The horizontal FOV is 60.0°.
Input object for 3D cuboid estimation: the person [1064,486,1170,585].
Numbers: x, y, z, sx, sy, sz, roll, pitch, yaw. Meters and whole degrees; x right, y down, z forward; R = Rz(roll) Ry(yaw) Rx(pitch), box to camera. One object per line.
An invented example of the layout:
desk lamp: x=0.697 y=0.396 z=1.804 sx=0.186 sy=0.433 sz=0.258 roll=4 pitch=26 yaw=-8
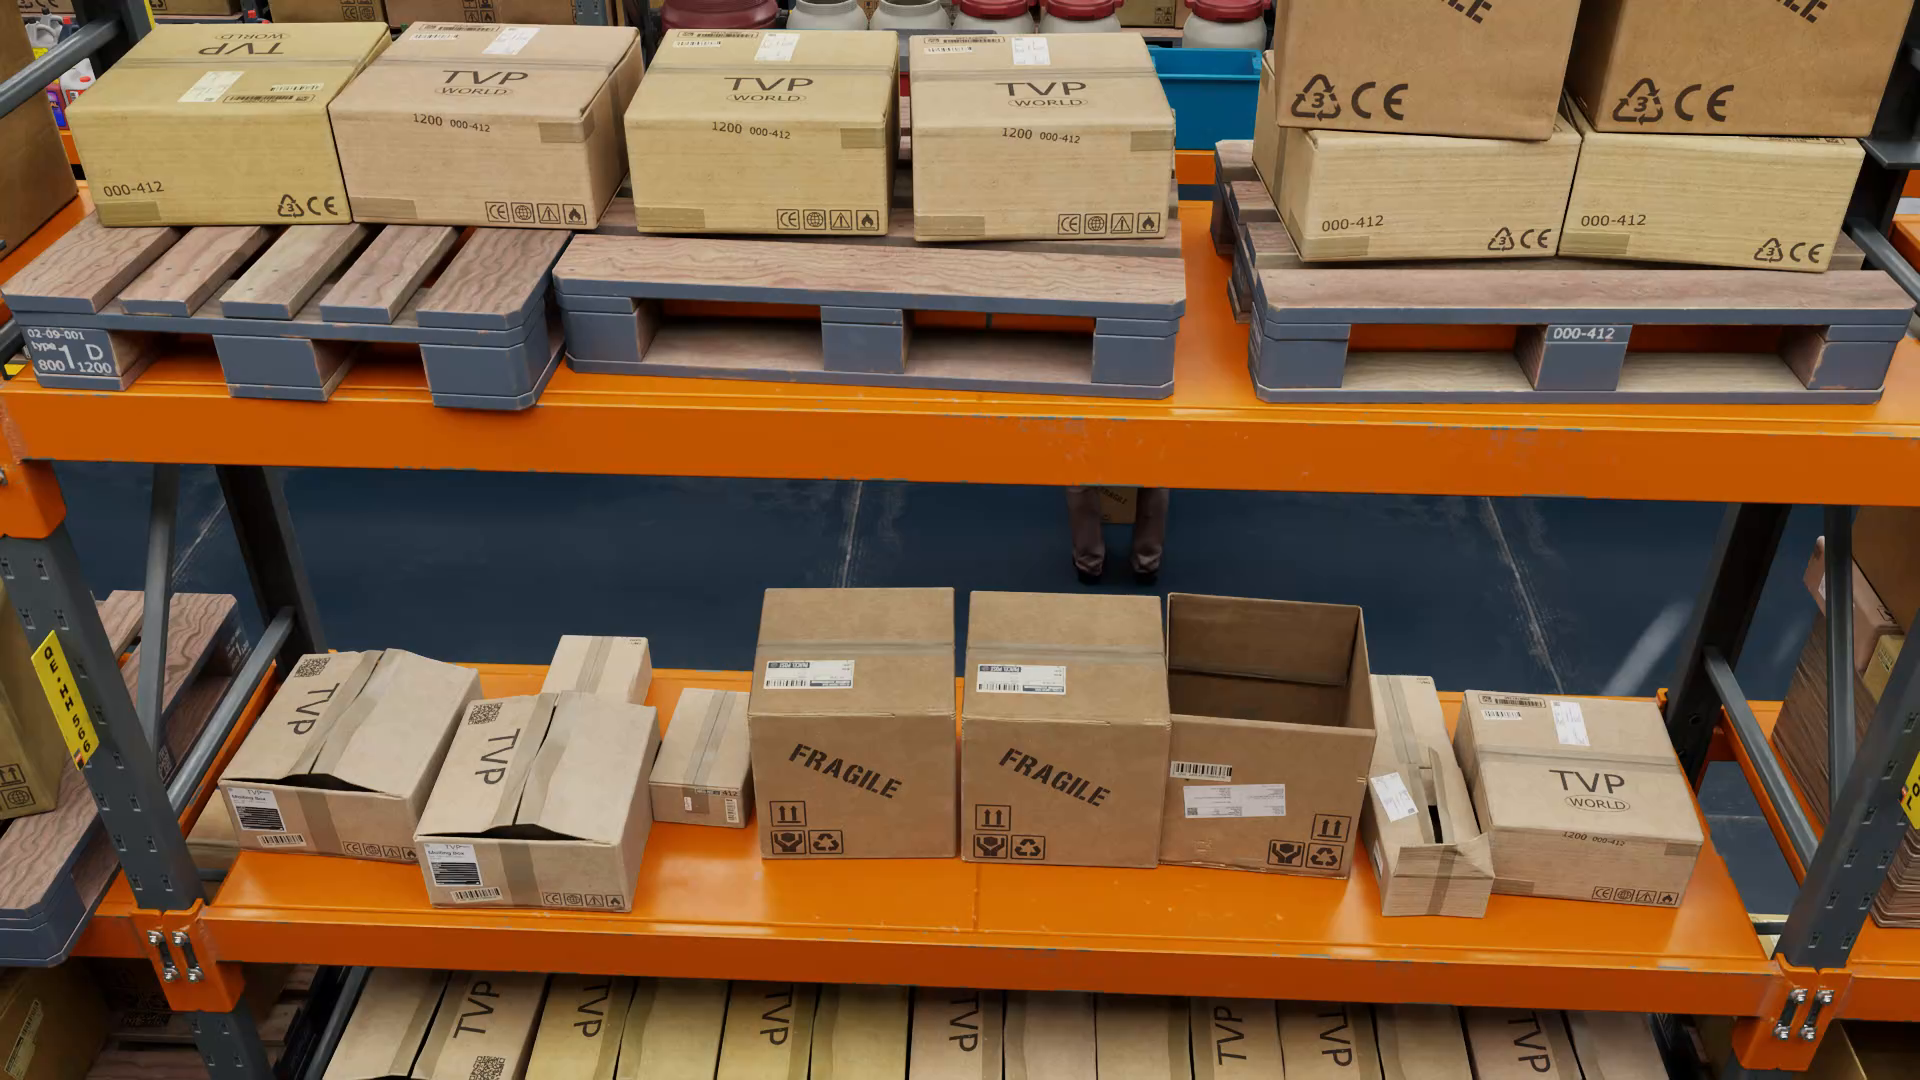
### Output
person: x=0.669 y=-0.474 z=7.088 sx=0.591 sy=1.433 sz=0.690 roll=2 pitch=35 yaw=2
